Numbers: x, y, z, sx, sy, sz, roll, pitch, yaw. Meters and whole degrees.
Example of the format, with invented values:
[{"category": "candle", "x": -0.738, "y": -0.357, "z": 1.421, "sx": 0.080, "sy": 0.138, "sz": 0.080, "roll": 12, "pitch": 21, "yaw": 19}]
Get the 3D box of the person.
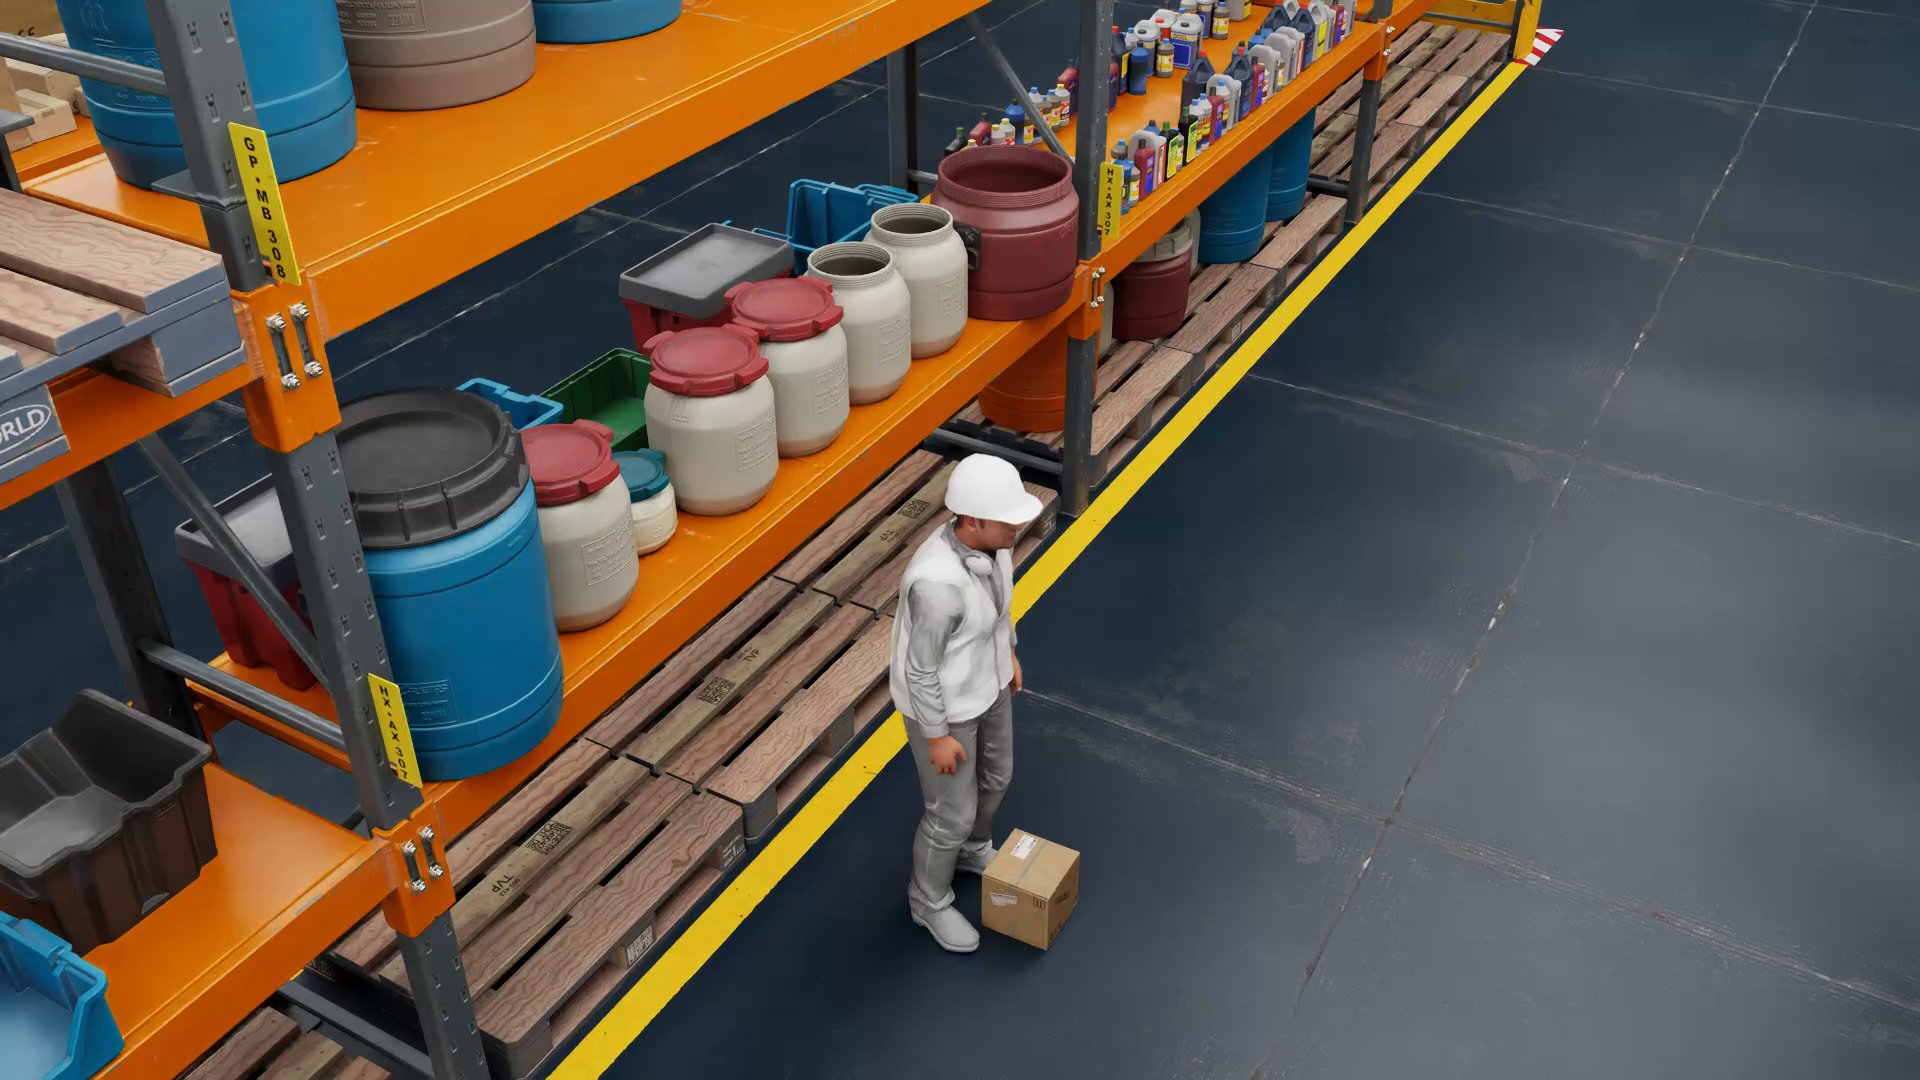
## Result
[{"category": "person", "x": 0.019, "y": 0.493, "z": 5.384, "sx": 0.459, "sy": 1.773, "sz": 0.590, "roll": 16, "pitch": 37, "yaw": 23}]
